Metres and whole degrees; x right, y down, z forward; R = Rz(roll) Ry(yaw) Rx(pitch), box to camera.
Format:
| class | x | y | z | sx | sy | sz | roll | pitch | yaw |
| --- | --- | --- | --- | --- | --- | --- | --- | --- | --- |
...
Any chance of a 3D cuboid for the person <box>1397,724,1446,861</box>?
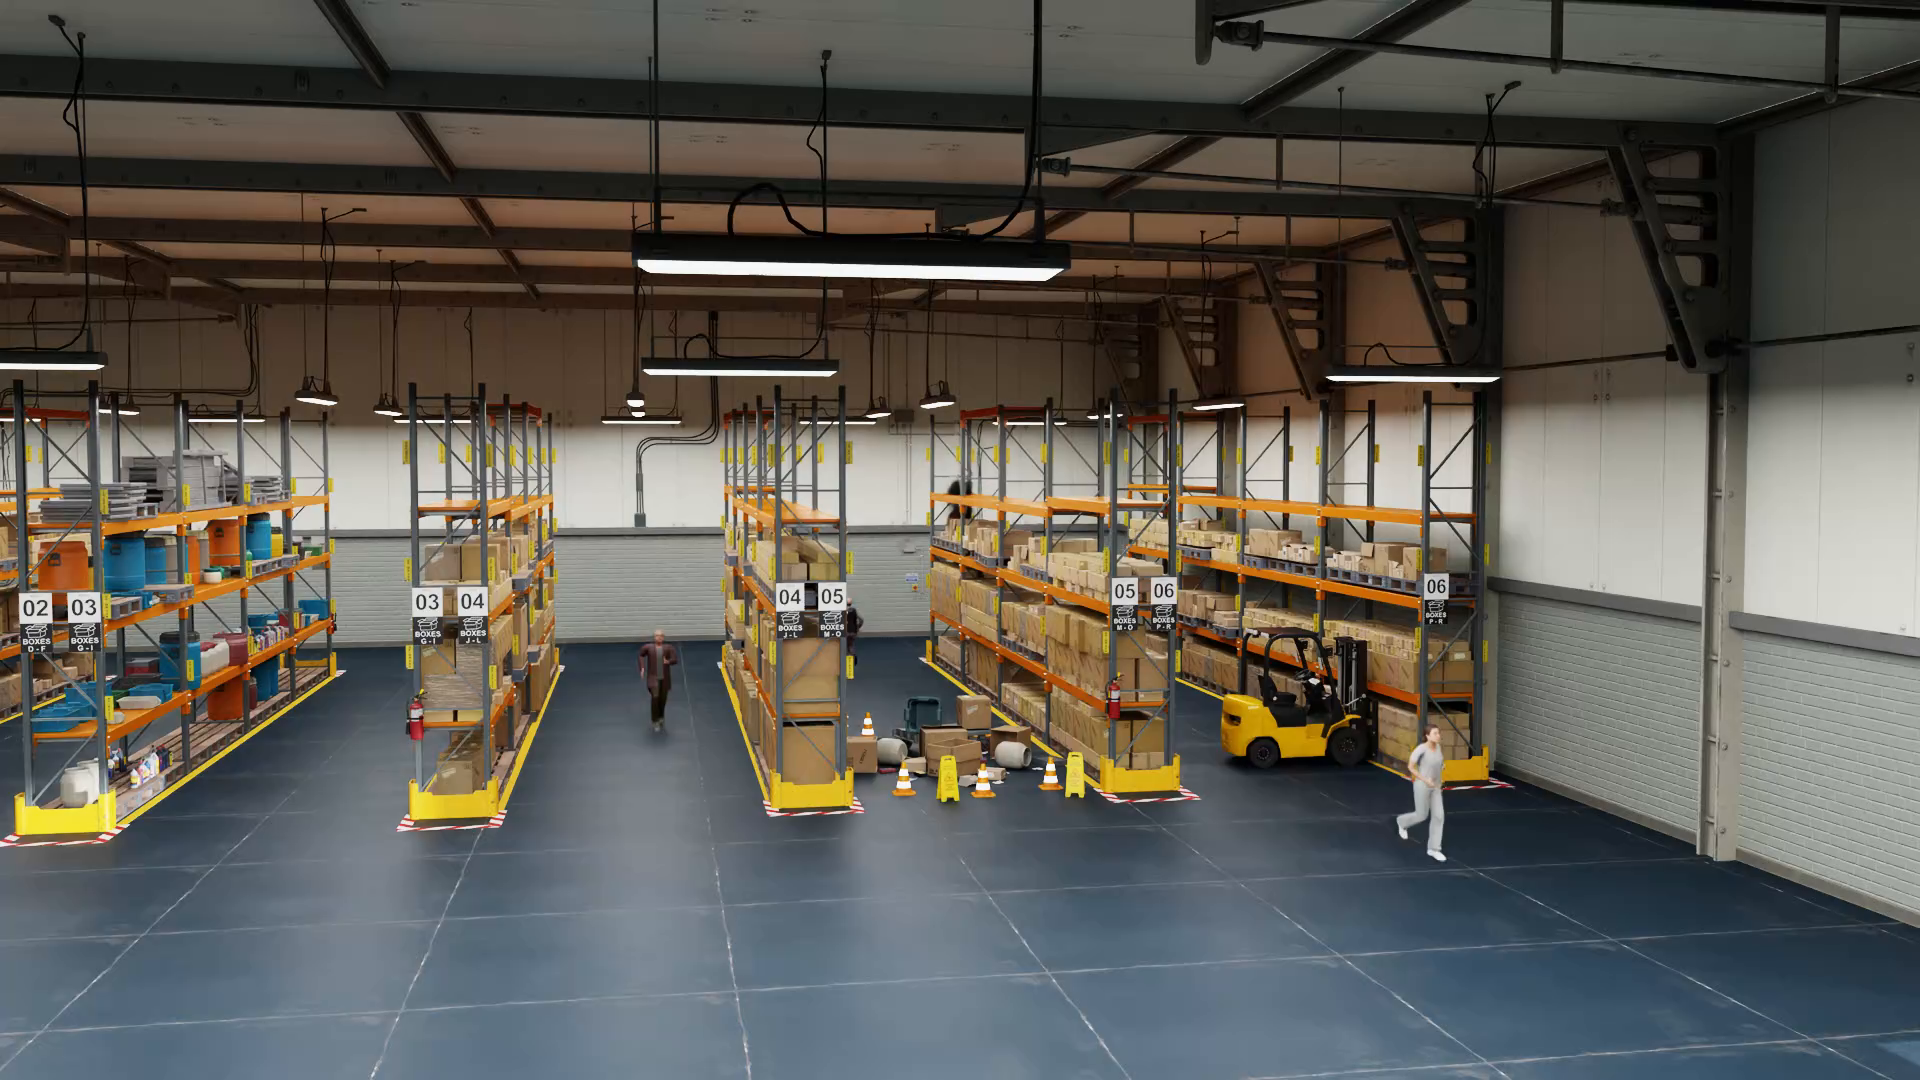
| class | x | y | z | sx | sy | sz | roll | pitch | yaw |
| --- | --- | --- | --- | --- | --- | --- | --- | --- | --- |
| person | 5.849 | 3.129 | 20.913 | 0.588 | 1.651 | 0.901 | -2 | 3 | -29 |

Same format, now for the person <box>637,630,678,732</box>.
| class | x | y | z | sx | sy | sz | roll | pitch | yaw |
| --- | --- | --- | --- | --- | --- | --- | --- | --- | --- |
| person | -5.531 | 2.568 | 30.514 | 0.672 | 1.849 | 0.855 | -1 | 3 | -23 |

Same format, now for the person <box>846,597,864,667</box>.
| class | x | y | z | sx | sy | sz | roll | pitch | yaw |
| --- | --- | --- | --- | --- | --- | --- | --- | --- | --- |
| person | -2.619 | 2.166 | 38.712 | 0.651 | 1.678 | 0.574 | -1 | 3 | -24 |
